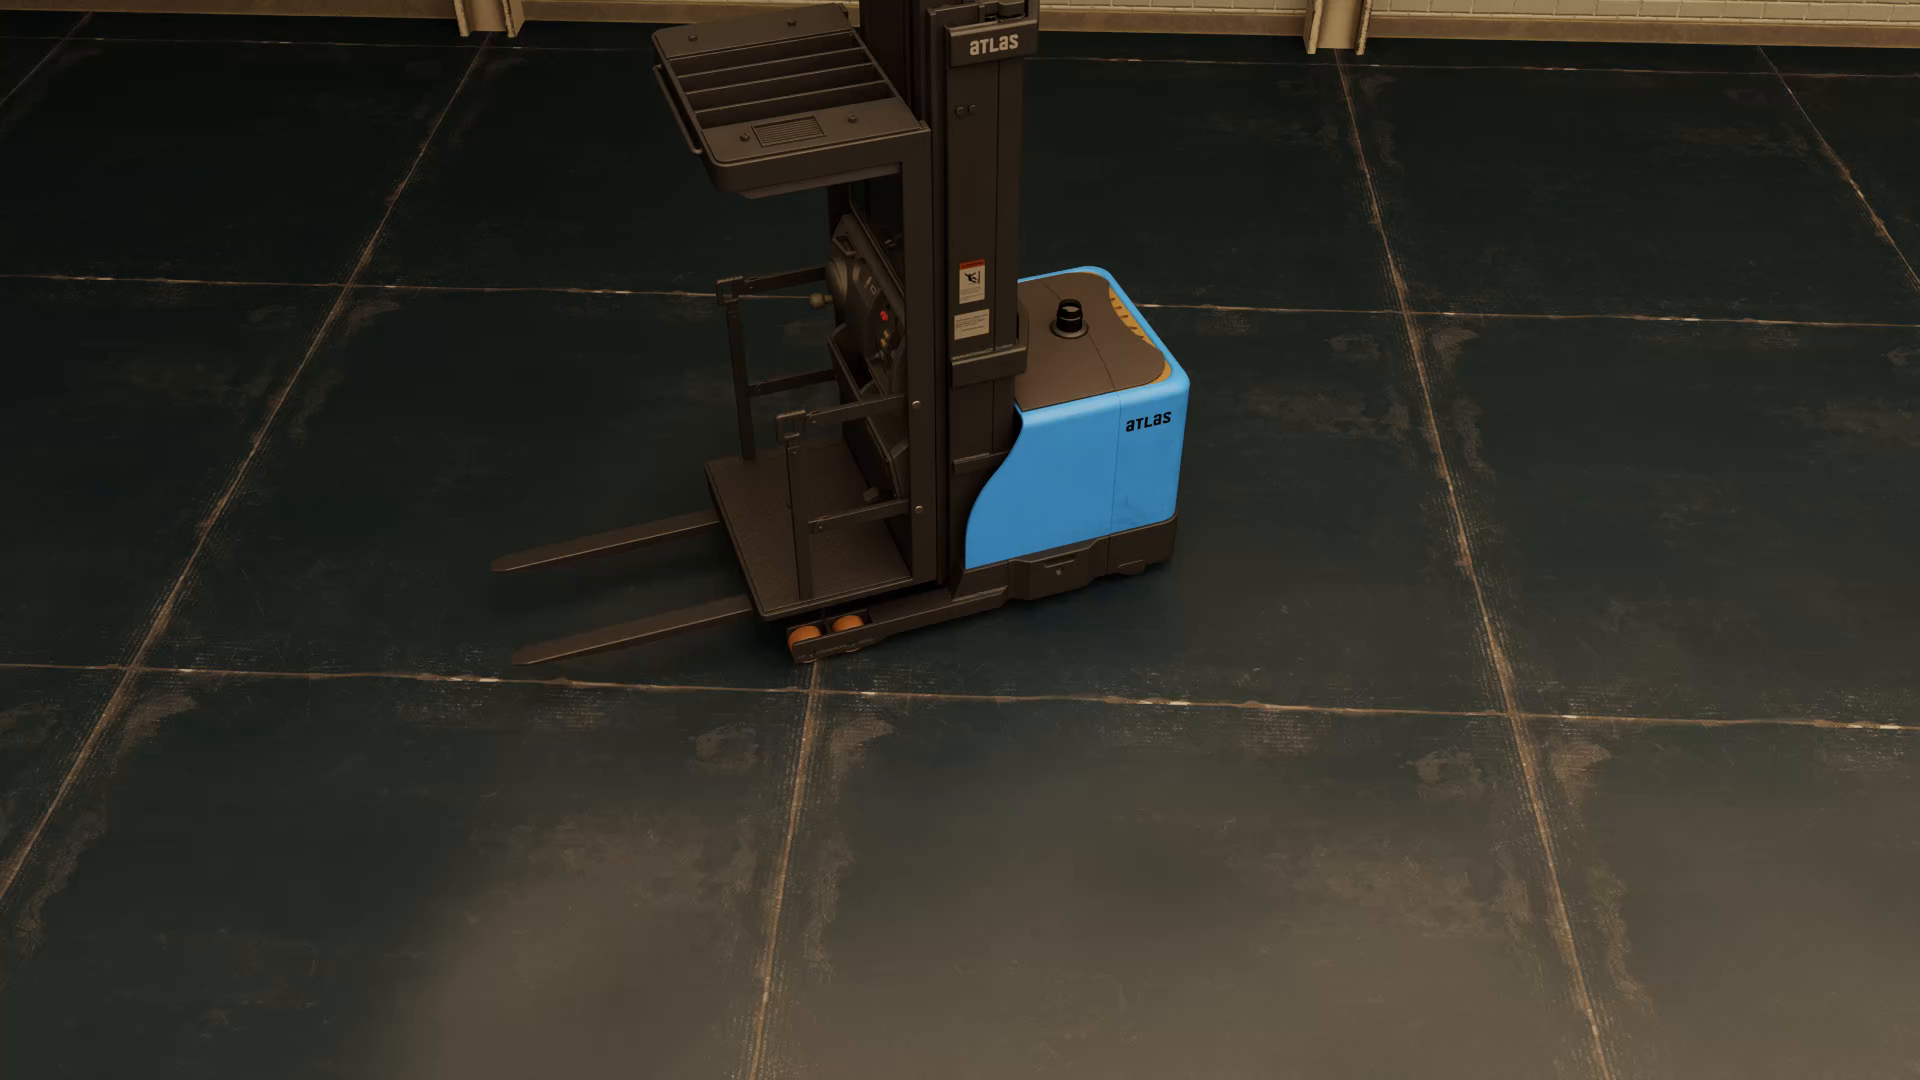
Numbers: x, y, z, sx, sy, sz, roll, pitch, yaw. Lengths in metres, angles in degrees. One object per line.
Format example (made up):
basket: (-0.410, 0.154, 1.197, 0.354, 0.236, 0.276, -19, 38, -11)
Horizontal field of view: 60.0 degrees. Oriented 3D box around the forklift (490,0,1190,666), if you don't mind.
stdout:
forklift: (-0.573, -0.945, 6.778, 3.031, 2.935, 1.130, -13, 44, -14)
